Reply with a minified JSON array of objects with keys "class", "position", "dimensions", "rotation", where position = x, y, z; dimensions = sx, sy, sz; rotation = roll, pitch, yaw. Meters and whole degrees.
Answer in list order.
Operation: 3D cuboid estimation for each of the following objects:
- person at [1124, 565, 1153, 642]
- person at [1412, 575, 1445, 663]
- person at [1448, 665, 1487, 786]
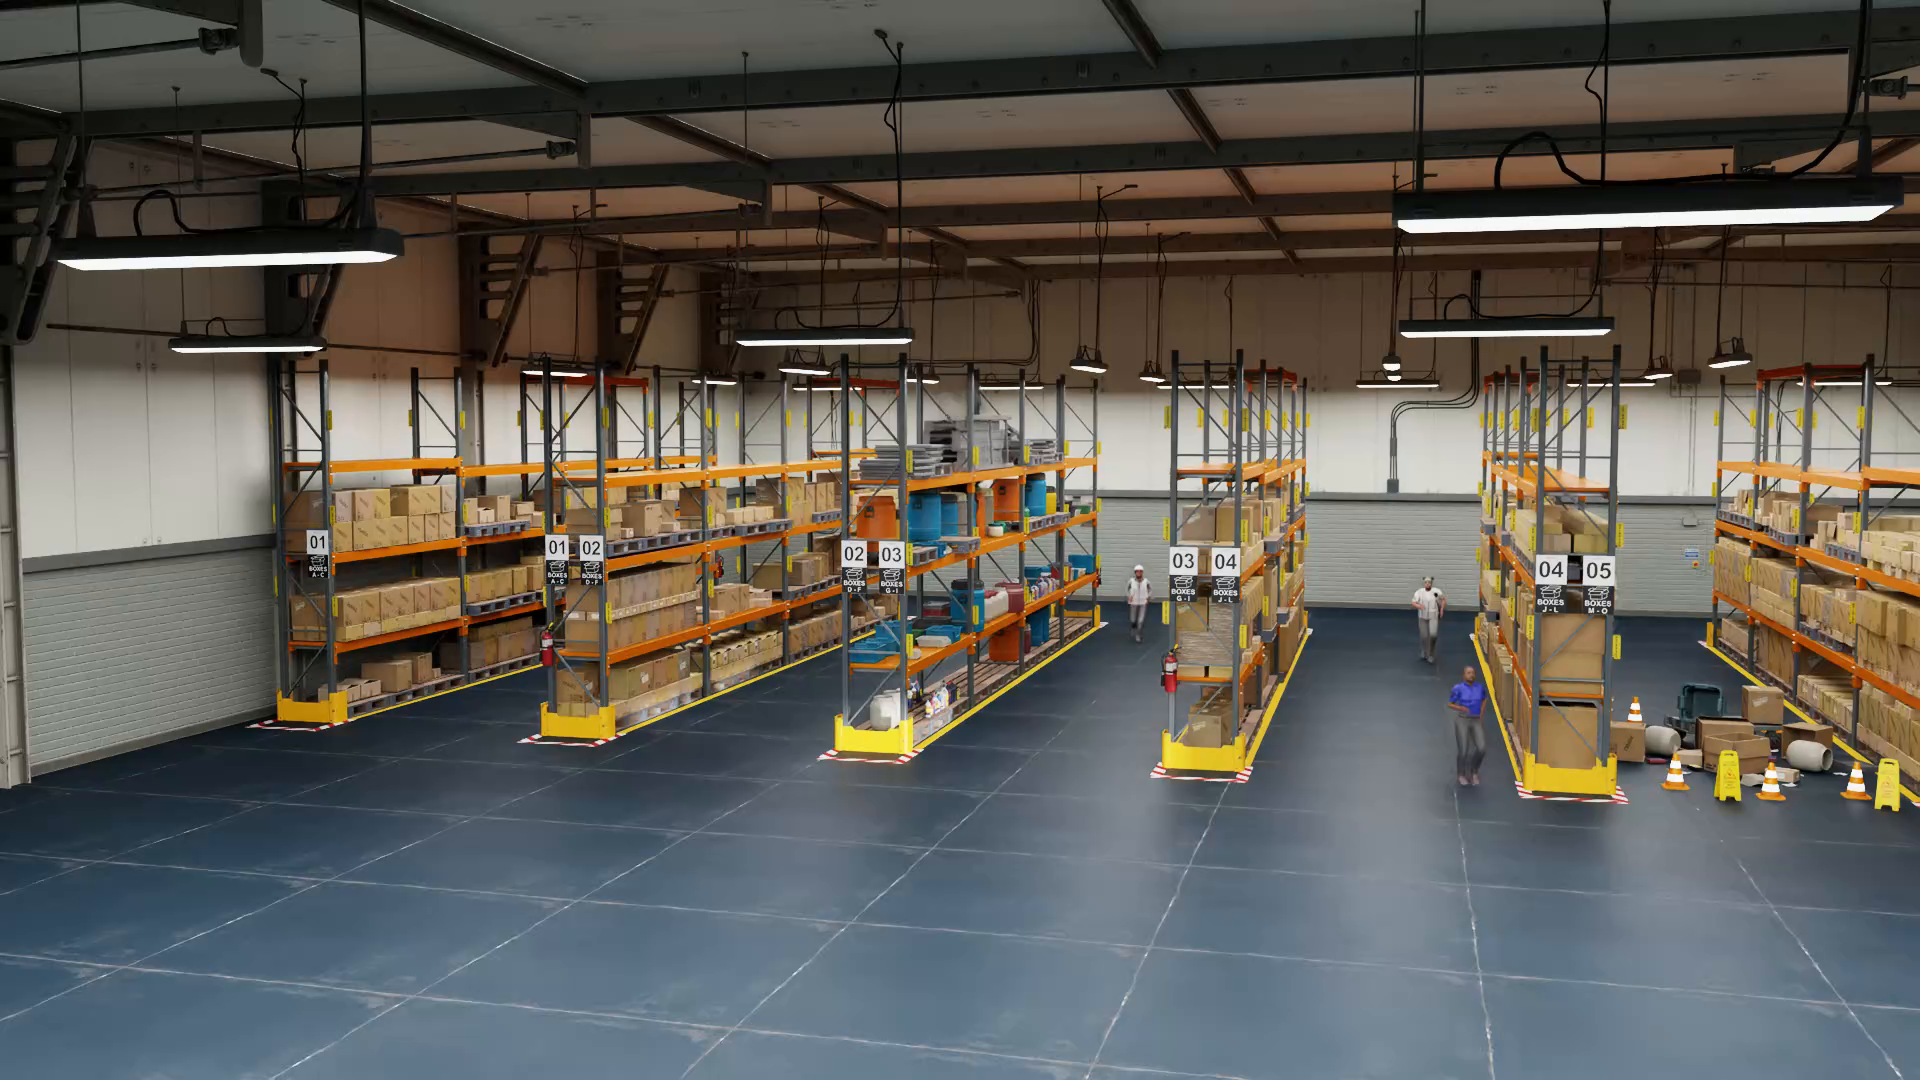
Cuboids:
[{"class":"person","position":[4.042,1.434,37.607],"dimensions":[0.649,1.727,0.582],"rotation":[0,4,5]},{"class":"person","position":[9.753,1.646,34.645],"dimensions":[0.660,1.842,0.754],"rotation":[1,4,19]},{"class":"person","position":[6.999,2.558,22.799],"dimensions":[0.585,1.672,0.589],"rotation":[0,4,-2]}]
